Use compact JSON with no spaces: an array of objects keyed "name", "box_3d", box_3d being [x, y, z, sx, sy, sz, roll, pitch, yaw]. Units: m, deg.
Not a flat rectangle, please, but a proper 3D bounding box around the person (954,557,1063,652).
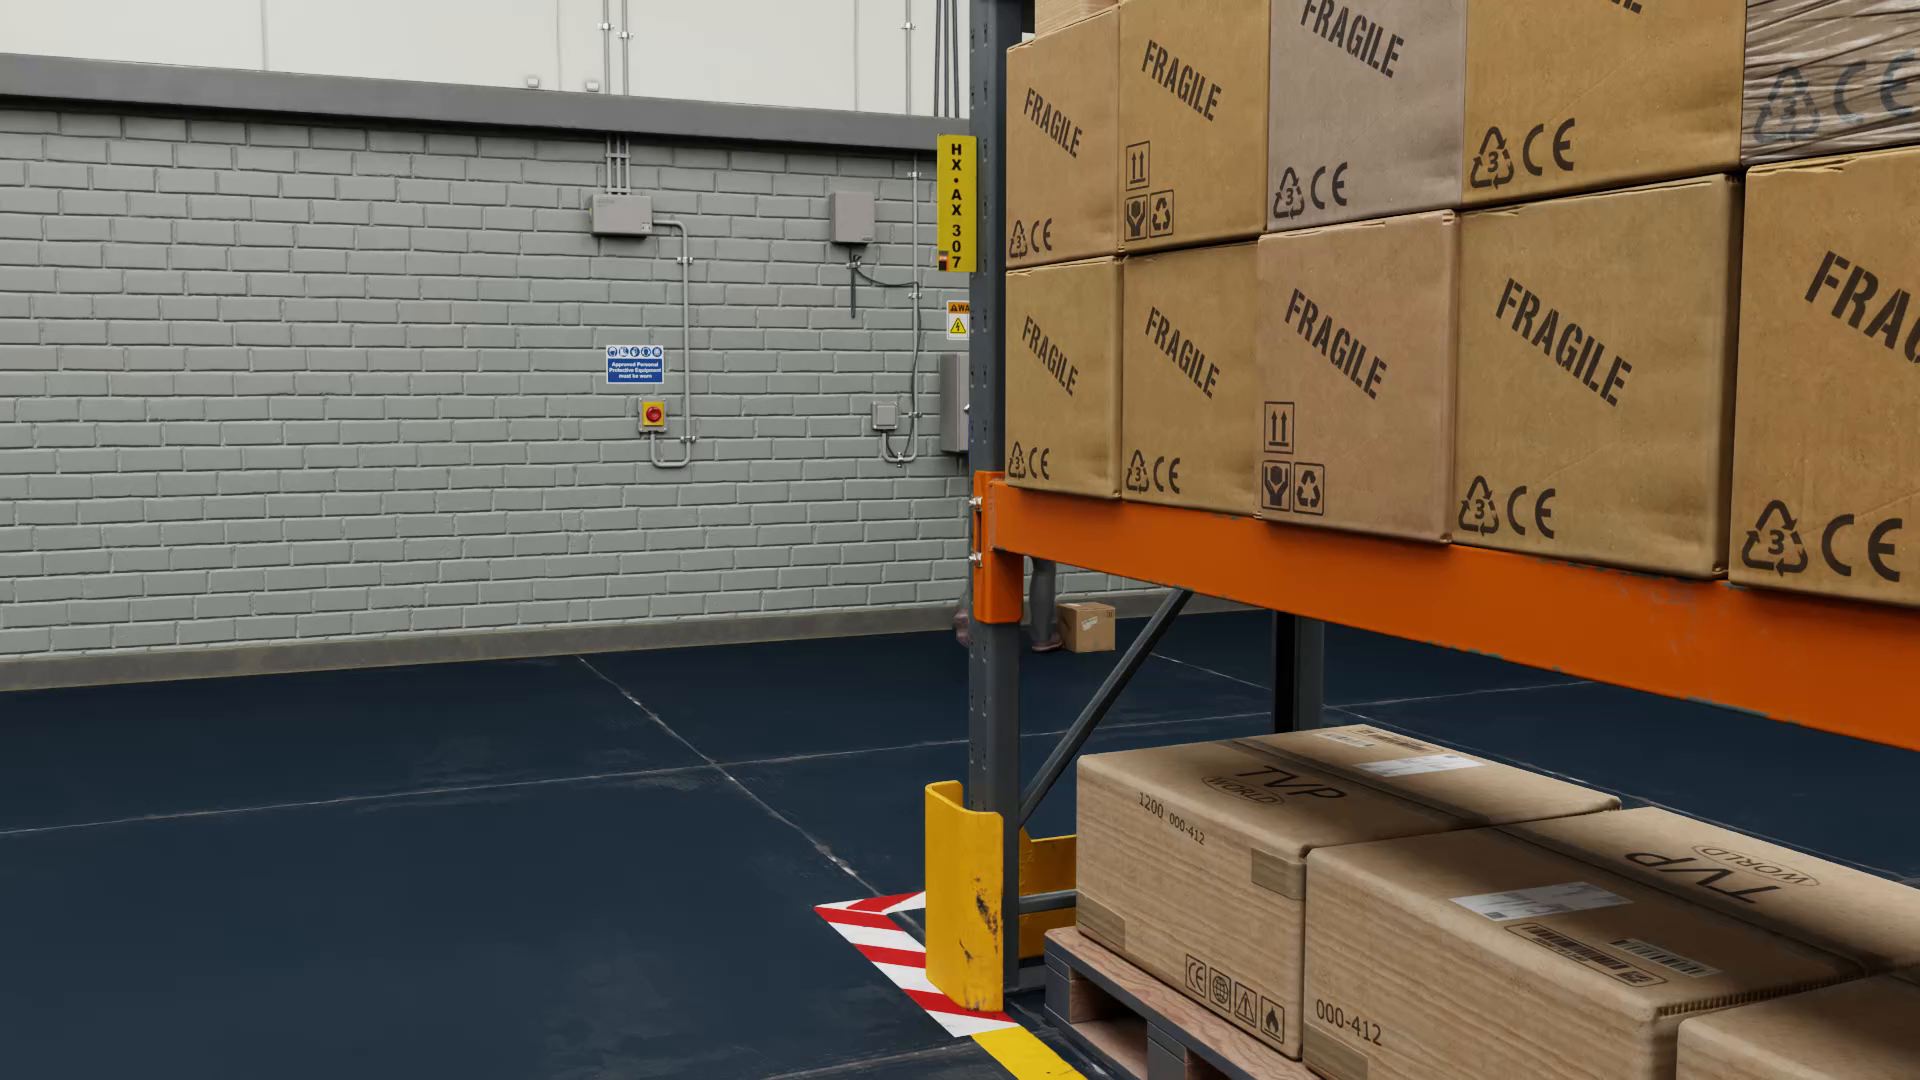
[{"name":"person","box_3d":[0.311,-0.158,9.218,0.449,1.611,0.887,3,6,26]}]
